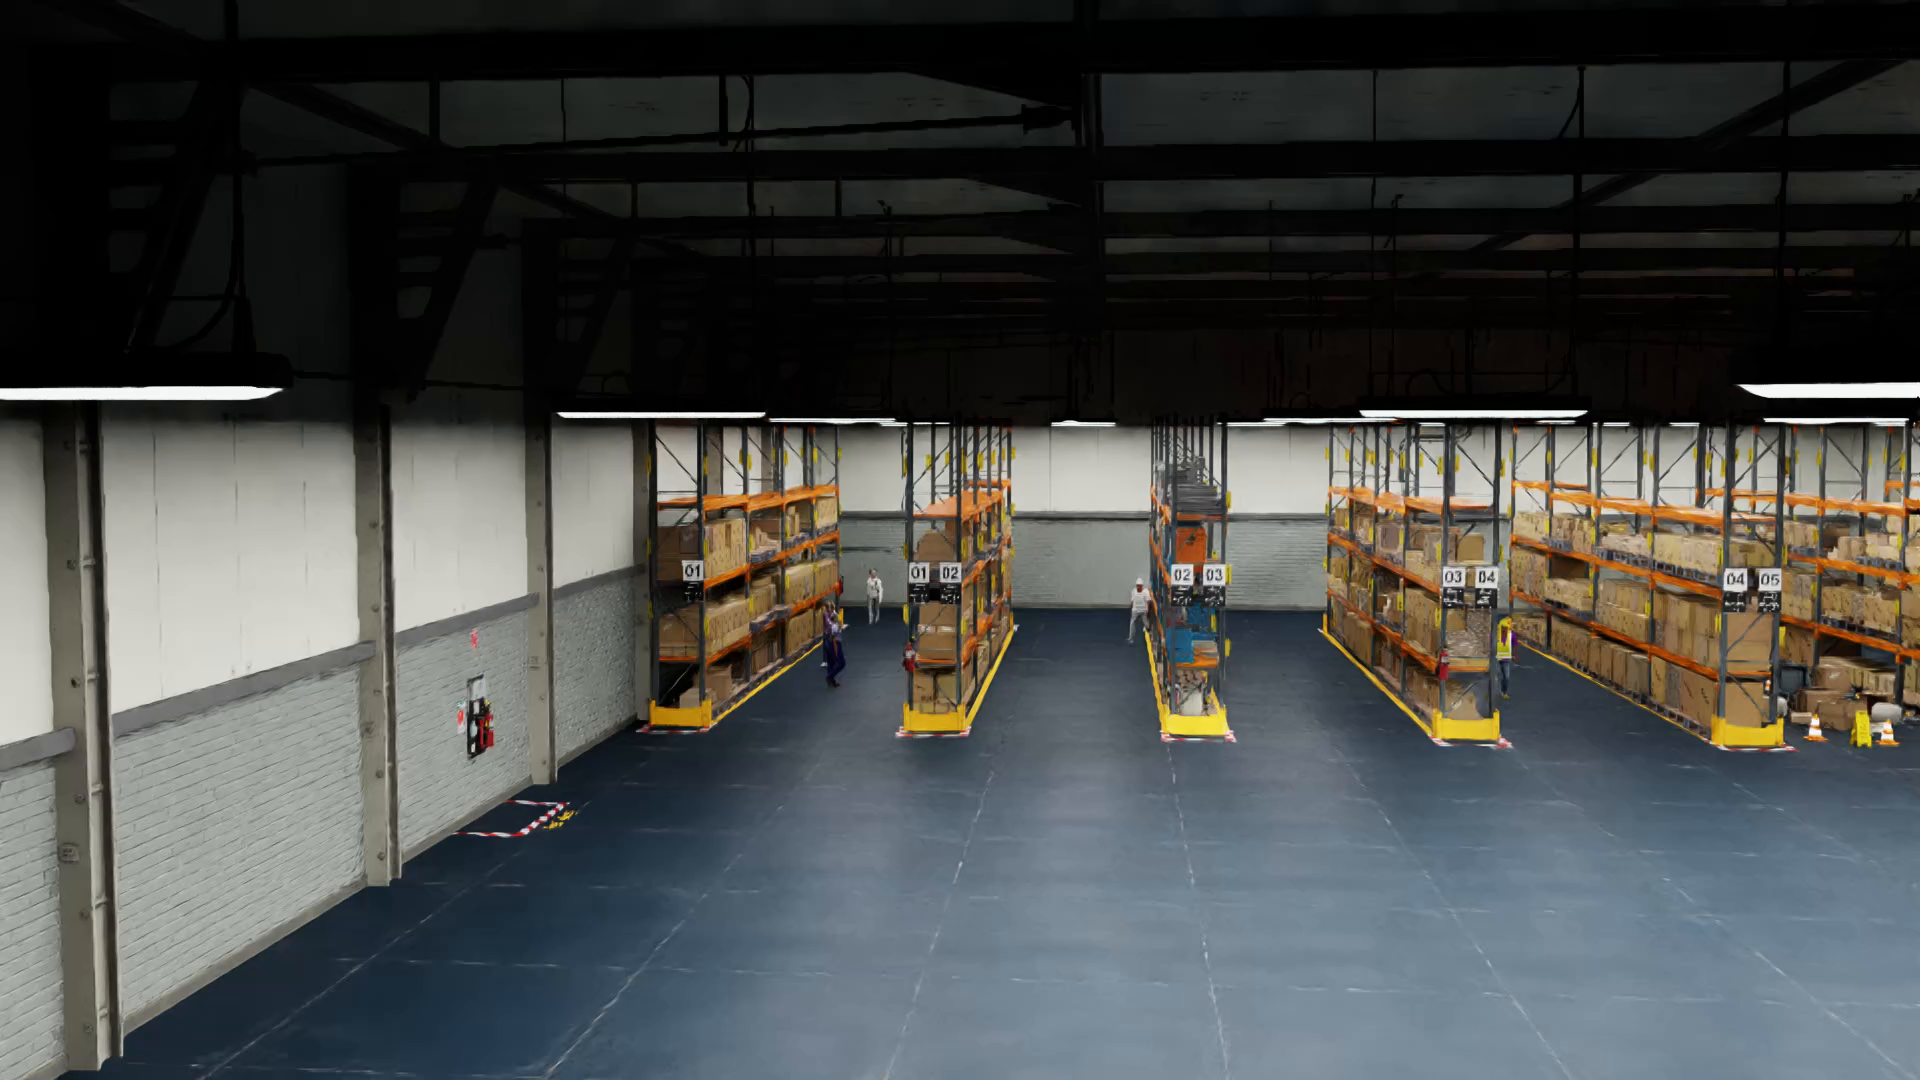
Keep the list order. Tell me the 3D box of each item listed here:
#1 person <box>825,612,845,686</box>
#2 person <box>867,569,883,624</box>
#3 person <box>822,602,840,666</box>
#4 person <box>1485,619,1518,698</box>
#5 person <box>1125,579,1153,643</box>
[{"bbox_3d":[-2.823,2.424,36.884,0.437,1.640,0.531,-2,4,-23],"label":"person"},{"bbox_3d":[-2.503,1.633,48.617,0.502,1.624,0.988,0,4,4],"label":"person"},{"bbox_3d":[-3.108,2.248,40.162,0.415,1.517,1.042,0,4,3],"label":"person"},{"bbox_3d":[11.433,2.509,35.154,0.719,1.714,0.578,0,4,3],"label":"person"},{"bbox_3d":[4.811,1.886,44.434,0.616,1.726,0.981,2,4,28],"label":"person"}]
